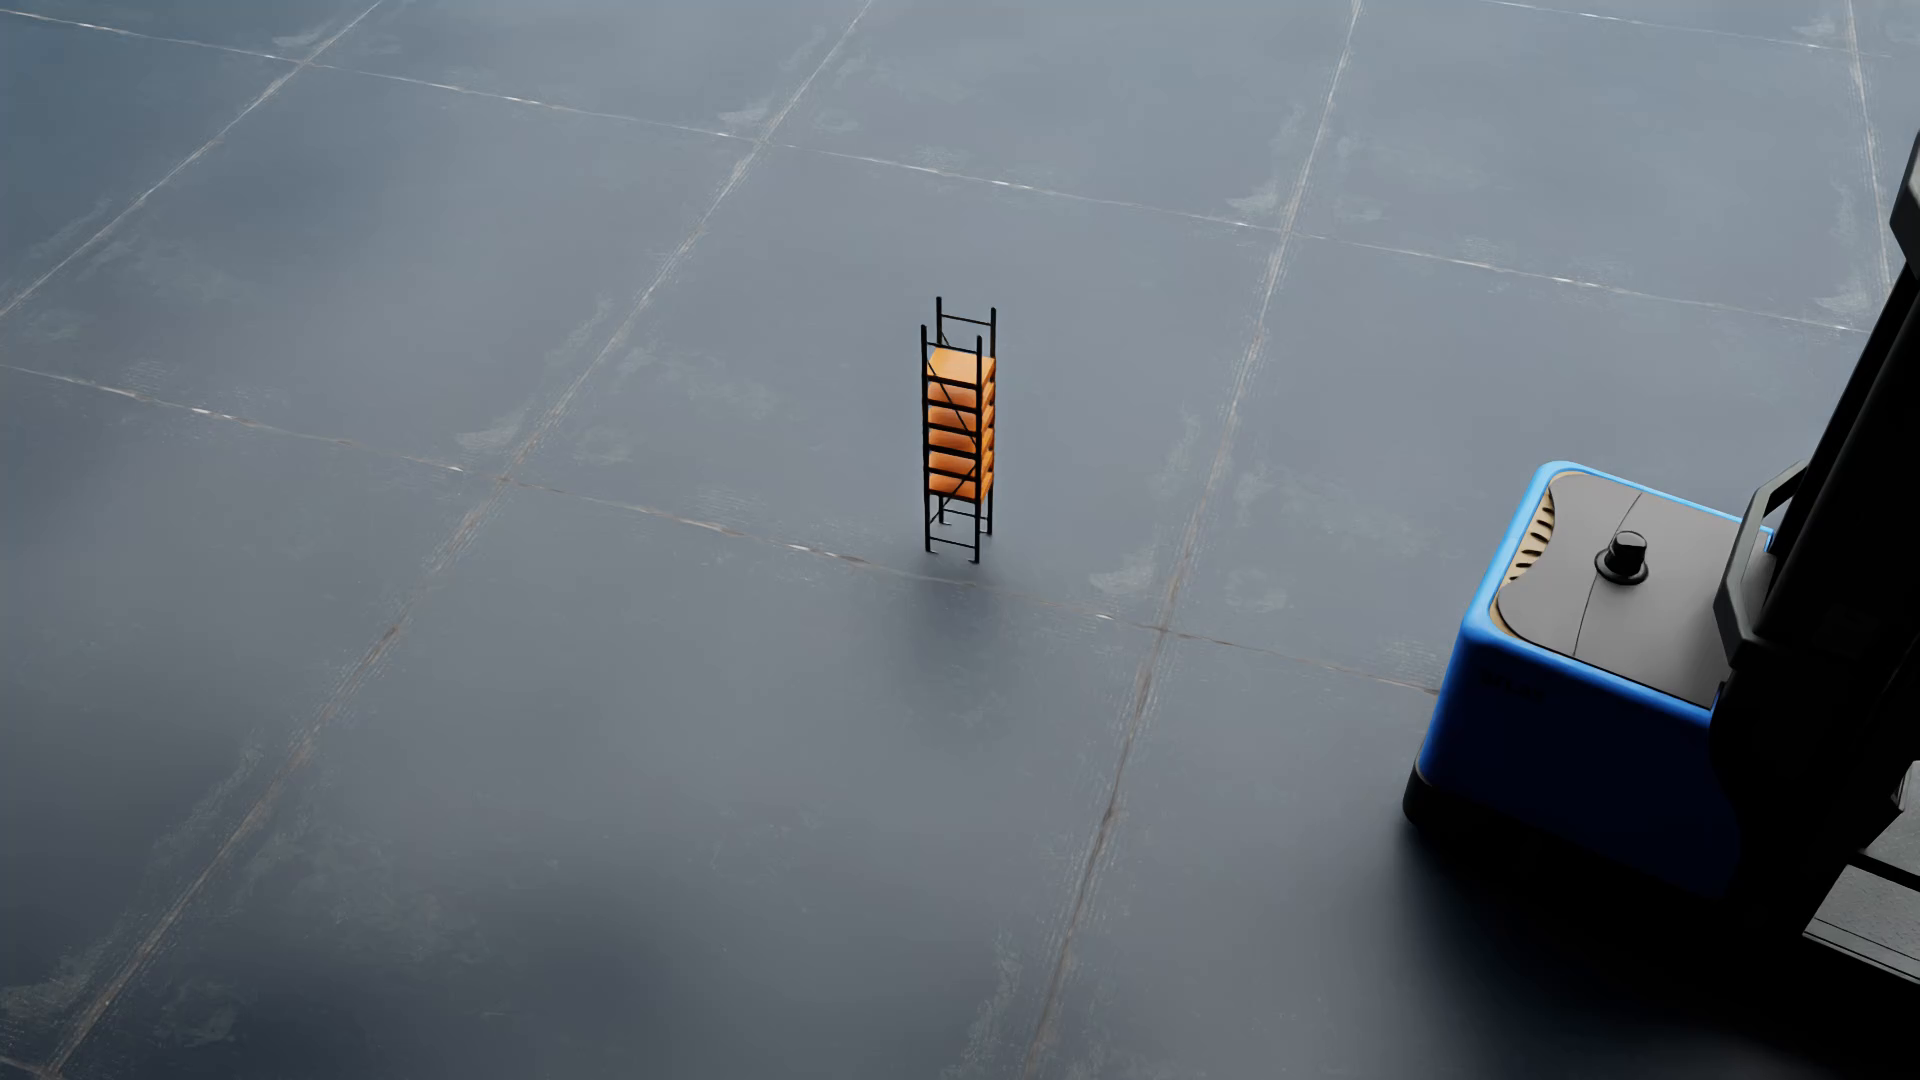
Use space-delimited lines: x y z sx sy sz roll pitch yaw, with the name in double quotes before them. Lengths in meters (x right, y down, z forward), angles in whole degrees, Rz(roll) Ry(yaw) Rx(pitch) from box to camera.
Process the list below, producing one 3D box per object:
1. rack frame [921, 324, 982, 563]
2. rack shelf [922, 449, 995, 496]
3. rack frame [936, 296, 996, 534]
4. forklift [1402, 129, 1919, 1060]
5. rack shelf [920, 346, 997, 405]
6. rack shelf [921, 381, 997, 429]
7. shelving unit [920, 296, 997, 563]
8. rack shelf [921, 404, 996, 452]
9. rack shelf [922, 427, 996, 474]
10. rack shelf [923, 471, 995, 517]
"rack frame" -0.032 -0.358 6.657 0.240 1.200 0.006 13 46 12
"rack shelf" -0.004 -0.302 6.834 0.258 0.103 0.180 13 46 12
"rack frame" 0.023 -0.480 6.782 0.240 1.200 0.006 13 46 12
"forklift" 3.144 0.222 4.827 3.031 2.935 1.130 22 48 21
"rack shelf" -0.004 -0.645 6.499 0.258 0.103 0.180 13 46 12
"rack shelf" -0.004 -0.559 6.583 0.258 0.103 0.180 13 46 12
"shelving unit" -0.004 -0.419 6.719 0.258 1.200 0.189 13 46 12
"rack shelf" -0.004 -0.473 6.667 0.258 0.103 0.180 13 46 12
"rack shelf" -0.004 -0.387 6.751 0.258 0.103 0.180 13 46 12
"rack shelf" -0.004 -0.216 6.918 0.258 0.103 0.180 13 46 12
